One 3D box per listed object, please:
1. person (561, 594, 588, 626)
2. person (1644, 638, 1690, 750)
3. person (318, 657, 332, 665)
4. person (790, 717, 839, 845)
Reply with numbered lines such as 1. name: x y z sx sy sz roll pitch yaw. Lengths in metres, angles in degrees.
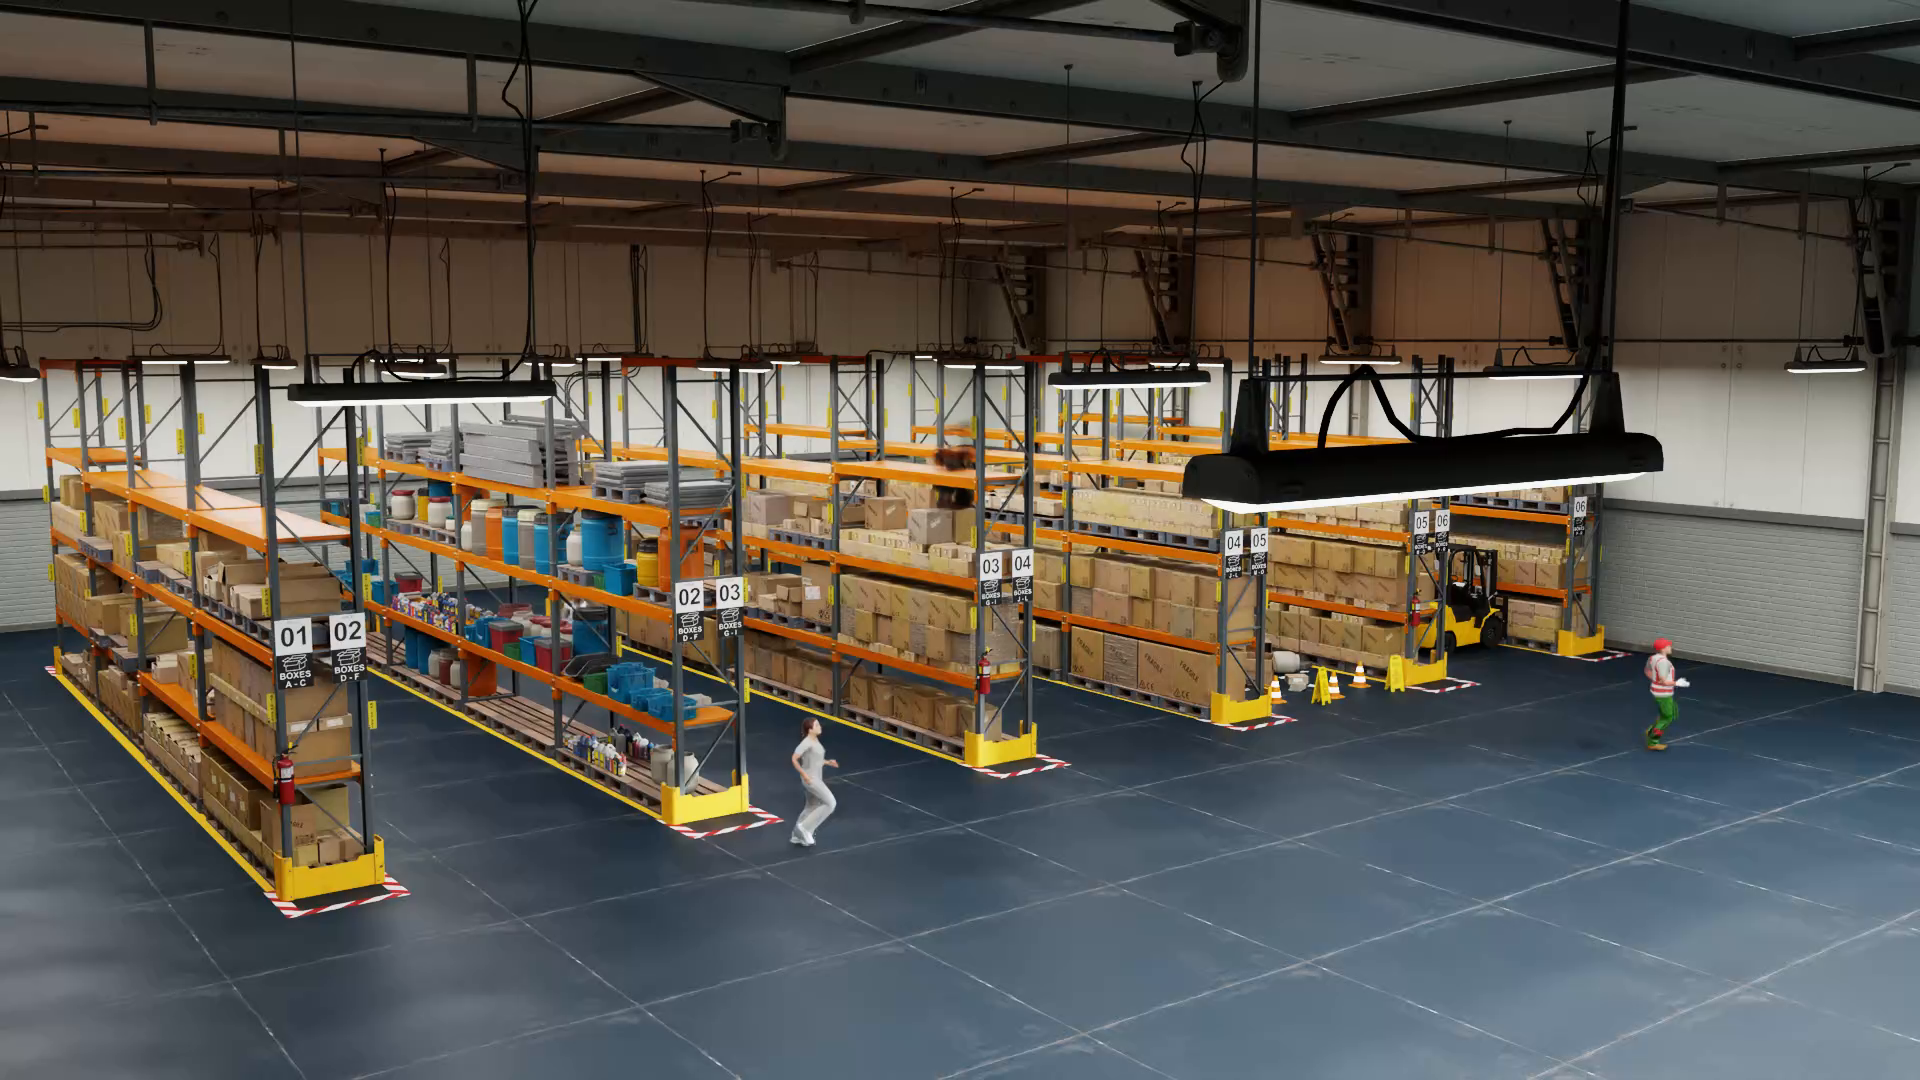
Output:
1. person: -7.153 1.716 31.256 0.635 1.727 0.563 -5 9 -39
2. person: 10.918 2.373 25.686 0.581 1.741 0.643 1 7 11
3. person: -10.555 2.125 27.850 0.621 1.826 0.782 -5 8 -36
4. person: -1.828 3.017 20.818 0.618 1.630 0.548 0 7 4
